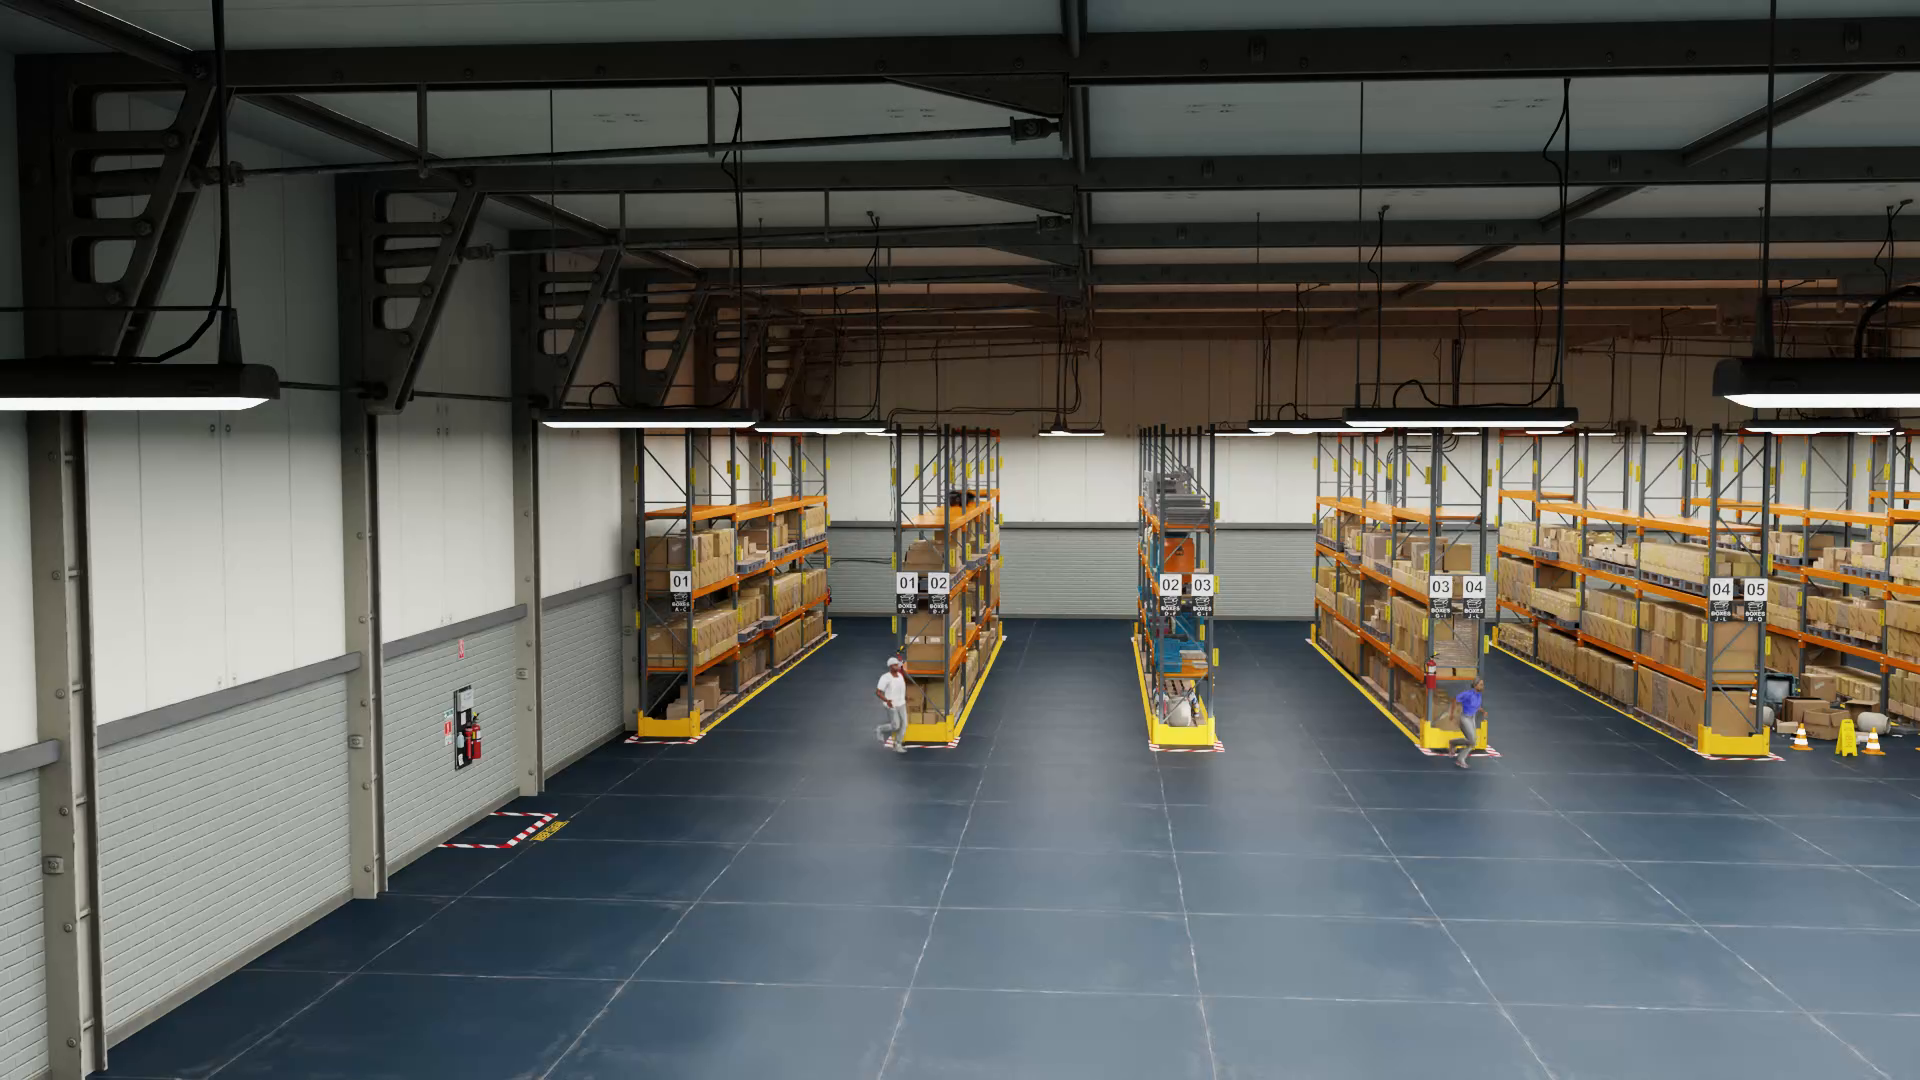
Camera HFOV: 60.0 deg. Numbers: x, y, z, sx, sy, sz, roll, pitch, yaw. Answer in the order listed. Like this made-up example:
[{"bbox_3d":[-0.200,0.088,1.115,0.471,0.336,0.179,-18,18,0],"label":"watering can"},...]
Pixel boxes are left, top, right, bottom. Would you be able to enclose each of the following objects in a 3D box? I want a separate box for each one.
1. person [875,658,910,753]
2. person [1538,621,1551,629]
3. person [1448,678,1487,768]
[{"bbox_3d":[-1.224,3.010,30.439,0.710,1.726,0.701,3,5,44],"label":"person"},{"bbox_3d":[16.422,2.012,47.330,0.903,1.662,0.608,0,4,-8],"label":"person"},{"bbox_3d":[8.873,3.185,29.027,0.563,1.591,0.688,-3,5,-45],"label":"person"}]
